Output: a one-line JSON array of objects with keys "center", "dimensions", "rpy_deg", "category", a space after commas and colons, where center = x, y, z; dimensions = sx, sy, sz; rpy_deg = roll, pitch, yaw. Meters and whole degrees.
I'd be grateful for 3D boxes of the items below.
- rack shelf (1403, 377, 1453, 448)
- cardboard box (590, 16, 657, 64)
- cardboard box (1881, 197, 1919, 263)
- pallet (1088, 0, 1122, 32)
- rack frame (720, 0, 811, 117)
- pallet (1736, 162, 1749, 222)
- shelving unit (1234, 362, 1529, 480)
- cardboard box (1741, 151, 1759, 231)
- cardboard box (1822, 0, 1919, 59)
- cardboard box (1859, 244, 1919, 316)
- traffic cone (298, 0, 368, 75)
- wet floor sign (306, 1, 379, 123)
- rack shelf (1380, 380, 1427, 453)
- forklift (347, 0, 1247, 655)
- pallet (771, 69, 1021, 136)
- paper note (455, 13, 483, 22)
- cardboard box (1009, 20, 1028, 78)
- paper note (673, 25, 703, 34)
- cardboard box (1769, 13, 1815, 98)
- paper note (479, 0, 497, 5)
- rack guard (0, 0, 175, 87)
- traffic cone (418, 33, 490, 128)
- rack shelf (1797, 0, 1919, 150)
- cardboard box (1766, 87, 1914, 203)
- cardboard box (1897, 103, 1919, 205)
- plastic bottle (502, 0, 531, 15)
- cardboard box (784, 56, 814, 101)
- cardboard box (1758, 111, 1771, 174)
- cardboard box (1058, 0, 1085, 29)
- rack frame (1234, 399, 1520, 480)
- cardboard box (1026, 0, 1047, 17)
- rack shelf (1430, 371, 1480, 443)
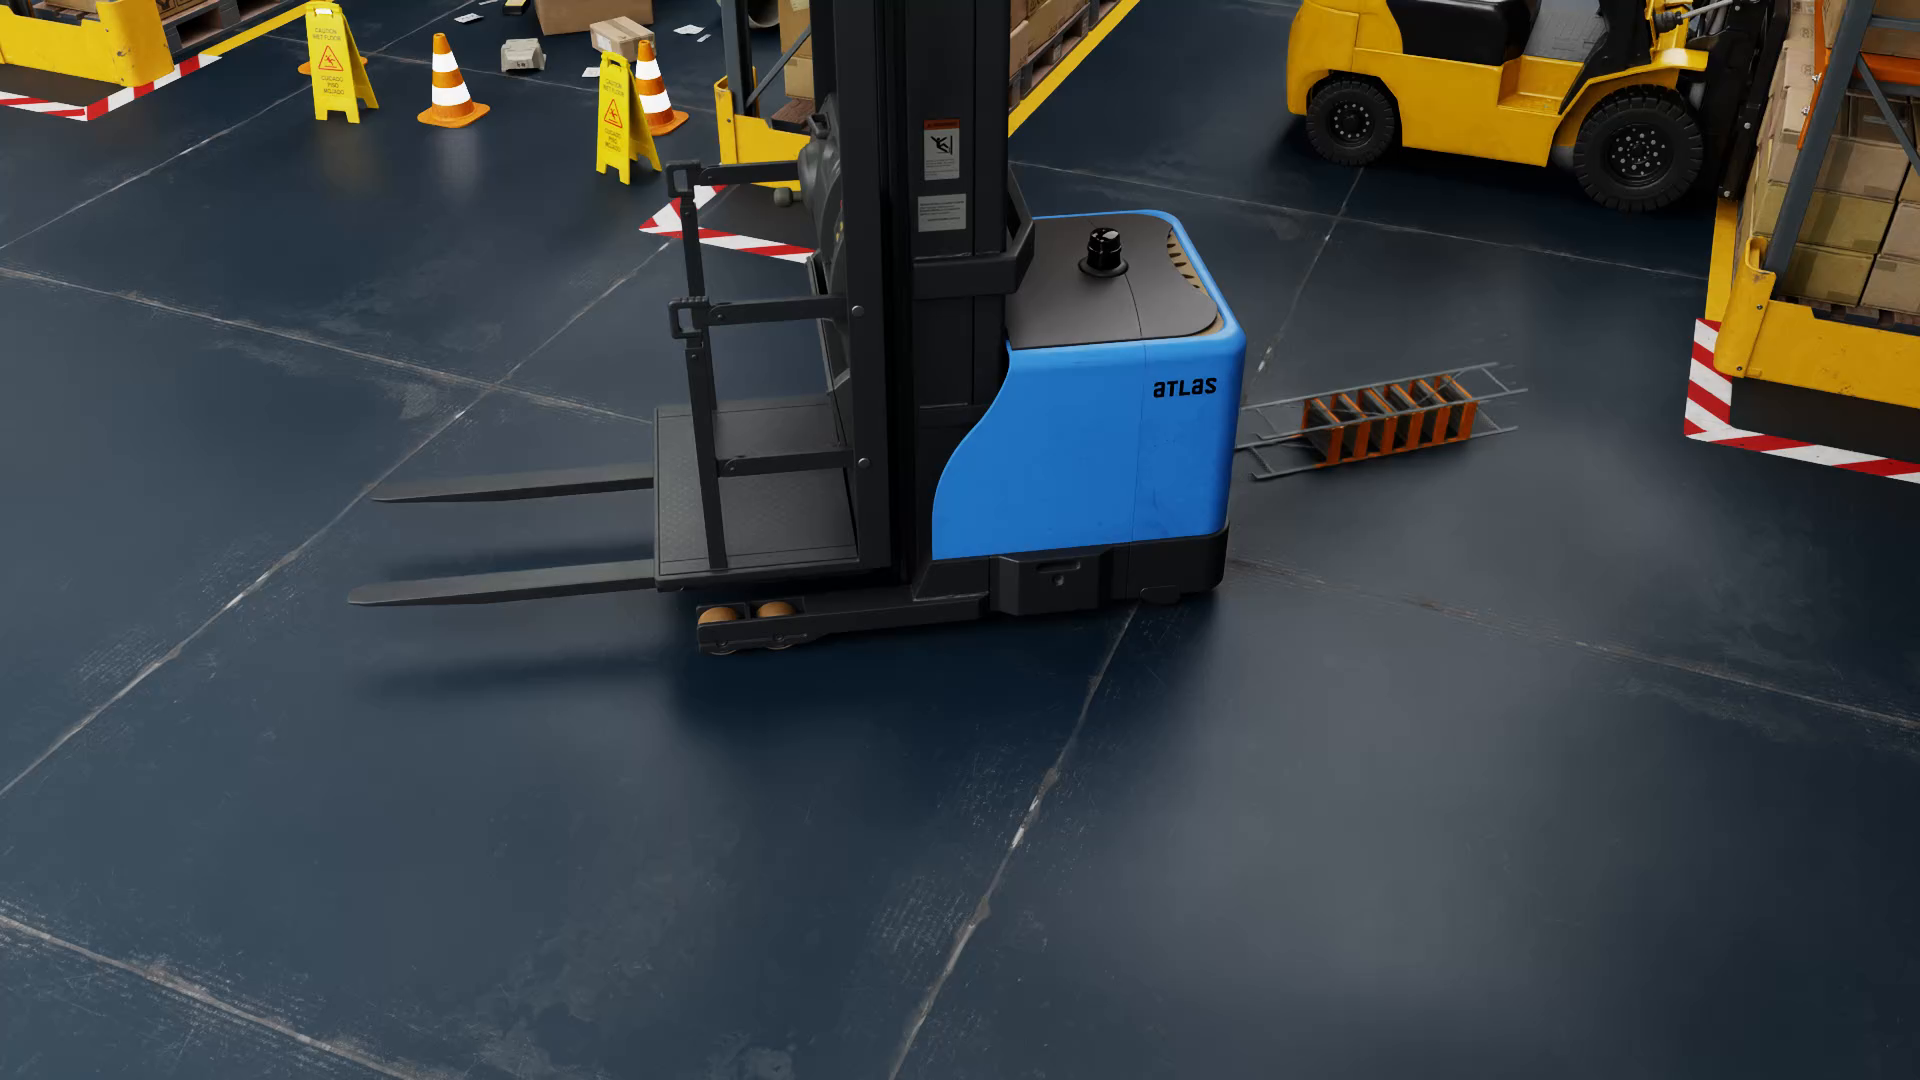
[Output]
[{"center": [1.888, -0.526, 6.791], "dimensions": [0.103, 0.180, 0.258], "rpy_deg": [-11, 38, -15], "category": "rack shelf"}, {"center": [-2.074, -3.079, 10.245], "dimensions": [0.250, 0.149, 0.380], "rpy_deg": [-25, 43, -29], "category": "cardboard box"}, {"center": [4.258, -1.387, 7.128], "dimensions": [0.500, 0.250, 0.500], "rpy_deg": [15, 39, 19], "category": "cardboard box"}, {"center": [0.594, -3.753, 11.095], "dimensions": [1.003, 0.211, 1.213], "rpy_deg": [14, 39, 18], "category": "pallet"}, {"center": [-0.705, -3.035, 7.806], "dimensions": [1.000, 3.000, 0.127], "rpy_deg": [14, 39, 18], "category": "rack frame"}, {"center": [4.605, -1.896, 8.610], "dimensions": [1.003, 0.211, 1.213], "rpy_deg": [14, 39, 18], "category": "pallet"}, {"center": [1.703, -0.490, 6.742], "dimensions": [1.200, 0.189, 0.258], "rpy_deg": [-11, 38, -15], "category": "shelving unit"}, {"center": [3.972, -1.579, 7.803], "dimensions": [0.500, 0.250, 0.500], "rpy_deg": [14, 39, 18], "category": "cardboard box"}, {"center": [3.831, -2.279, 6.710], "dimensions": [0.500, 0.500, 0.500], "rpy_deg": [13, 39, 17], "category": "cardboard box"}, {"center": [4.255, -1.201, 7.297], "dimensions": [0.500, 0.250, 0.500], "rpy_deg": [14, 39, 18], "category": "cardboard box"}, {"center": [-3.806, -3.061, 9.959], "dimensions": [0.336, 0.463, 0.334], "rpy_deg": [14, 39, 18], "category": "traffic cone"}, {"center": [-3.501, -2.697, 9.319], "dimensions": [0.267, 0.644, 0.232], "rpy_deg": [7, 37, 10], "category": "wet floor sign"}, {"center": [1.774, -0.504, 6.761], "dimensions": [0.103, 0.180, 0.258], "rpy_deg": [-11, 38, -15], "category": "rack shelf"}, {"center": [-0.617, -1.118, 5.298], "dimensions": [3.031, 2.935, 1.130], "rpy_deg": [-5, 37, -7], "category": "forklift"}, {"center": [-0.334, -2.402, 9.288], "dimensions": [1.003, 0.211, 1.213], "rpy_deg": [14, 39, 18], "category": "pallet"}, {"center": [-3.170, -3.375, 10.742], "dimensions": [0.144, 0.017, 0.142], "rpy_deg": [29, 45, 33], "category": "paper note"}, {"center": [0.059, -2.767, 9.392], "dimensions": [0.500, 0.250, 0.500], "rpy_deg": [15, 39, 19], "category": "cardboard box"}, {"center": [-1.724, -3.254, 10.588], "dimensions": [0.148, 0.019, 0.142], "rpy_deg": [29, 45, 33], "category": "paper note"}, {"center": [4.145, -2.266, 7.887], "dimensions": [0.500, 0.250, 0.500], "rpy_deg": [14, 39, 18], "category": "cardboard box"}, {"center": [-3.122, -3.560, 11.004], "dimensions": [0.123, 0.001, 0.032], "rpy_deg": [-25, 43, -29], "category": "paper note"}, {"center": [-5.330, -3.093, 9.970], "dimensions": [1.175, 0.500, 0.348], "rpy_deg": [14, 39, 18], "category": "rack guard"}, {"center": [-2.890, -2.616, 9.363], "dimensions": [0.336, 0.463, 0.334], "rpy_deg": [14, 39, 18], "category": "traffic cone"}, {"center": [4.648, -2.726, 7.992], "dimensions": [1.077, 0.370, 4.000], "rpy_deg": [14, 39, 18], "category": "rack shelf"}, {"center": [3.774, -1.700, 7.130], "dimensions": [0.500, 0.250, 0.500], "rpy_deg": [15, 39, 19], "category": "cardboard box"}, {"center": [4.245, -1.597, 6.992], "dimensions": [0.500, 0.250, 0.500], "rpy_deg": [13, 39, 17], "category": "cardboard box"}, {"center": [-2.902, -3.522, 10.910], "dimensions": [0.133, 0.061, 0.283], "rpy_deg": [1, 37, 2], "category": "plastic bottle"}, {"center": [-0.637, -2.624, 9.202], "dimensions": [0.500, 0.250, 0.500], "rpy_deg": [14, 39, 18], "category": "cardboard box"}, {"center": [3.984, -1.790, 7.667], "dimensions": [0.500, 0.250, 0.500], "rpy_deg": [13, 39, 17], "category": "cardboard box"}, {"center": [0.450, -3.351, 10.173], "dimensions": [0.500, 0.250, 0.500], "rpy_deg": [14, 39, 18], "category": "cardboard box"}, {"center": [1.702, -0.417, 6.796], "dimensions": [1.200, 0.006, 0.240], "rpy_deg": [-11, 38, -15], "category": "rack frame"}, {"center": [0.260, -3.366, 9.567], "dimensions": [0.500, 0.500, 0.500], "rpy_deg": [15, 39, 19], "category": "cardboard box"}, {"center": [2.002, -0.547, 6.822], "dimensions": [0.103, 0.180, 0.258], "rpy_deg": [-11, 38, -15], "category": "rack shelf"}]
